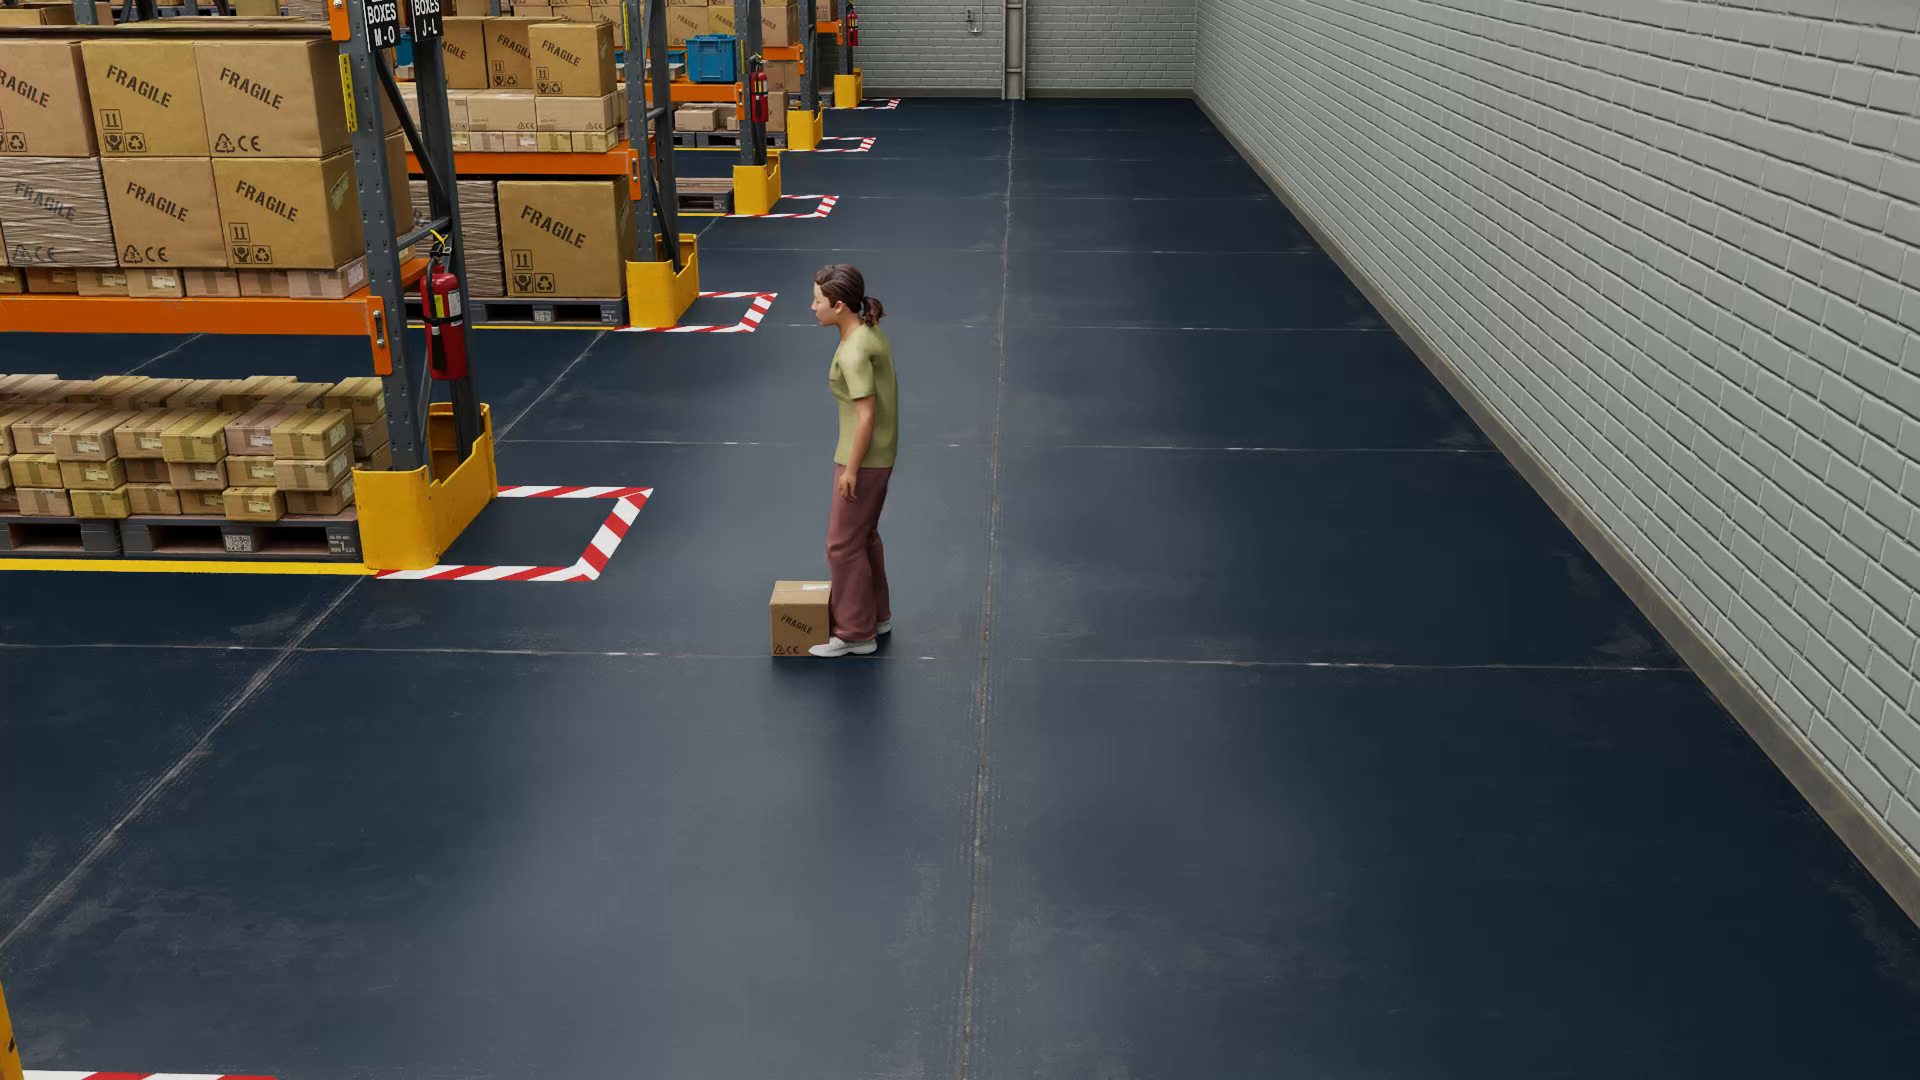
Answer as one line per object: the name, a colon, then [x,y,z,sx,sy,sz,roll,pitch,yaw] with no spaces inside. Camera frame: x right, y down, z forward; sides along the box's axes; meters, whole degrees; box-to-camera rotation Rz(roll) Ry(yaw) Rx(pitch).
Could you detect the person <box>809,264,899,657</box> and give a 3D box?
person: [-0.457,-0.328,6.941,0.406,1.673,0.499,1,21,2]
